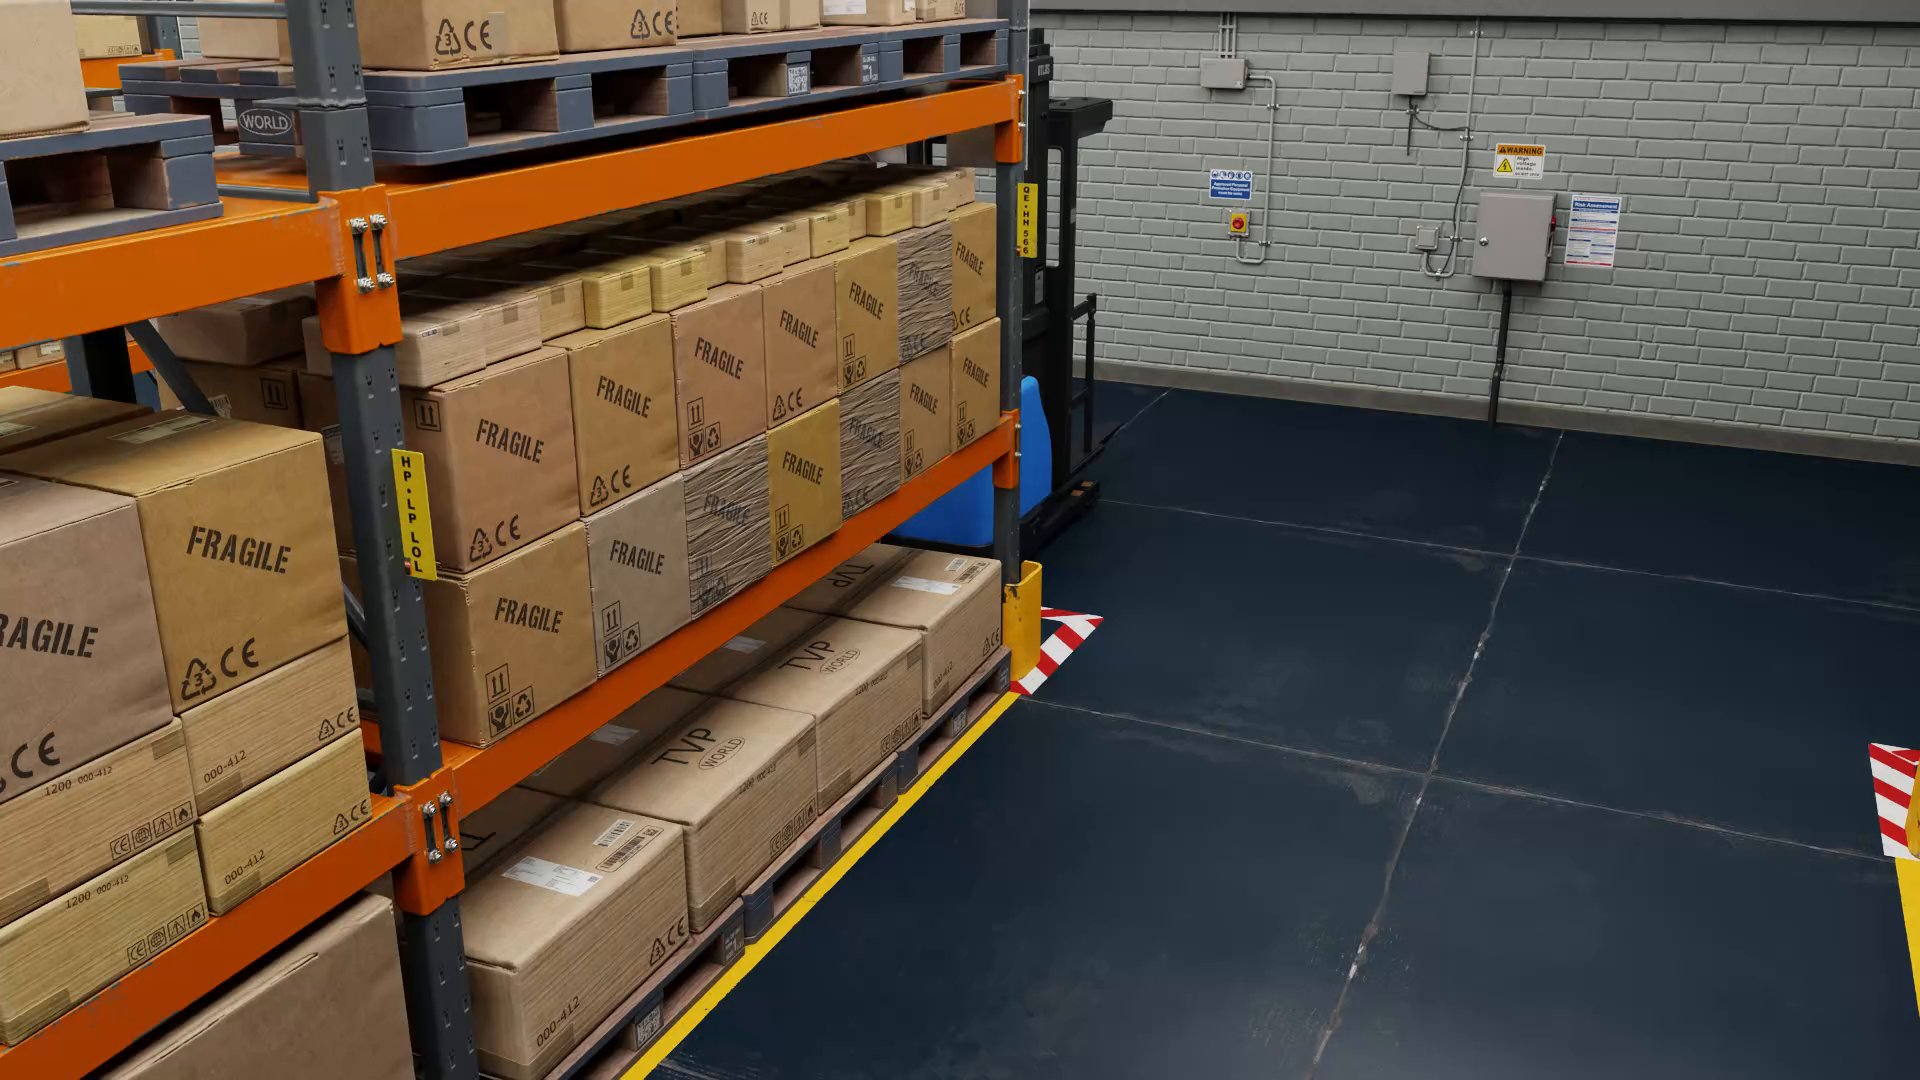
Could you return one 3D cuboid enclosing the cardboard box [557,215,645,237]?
[{"bbox_3d":[-1.327,-1.045,5.820,0.380,0.149,0.250,9,21,23],"label":"cardboard box"}]

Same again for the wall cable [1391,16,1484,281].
[{"bbox_3d":[3.393,-2.861,12.021,0.588,1.984,0.122,9,21,23],"label":"wall cable"}]

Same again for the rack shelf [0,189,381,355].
[{"bbox_3d":[-2.650,-0.087,2.333,1.077,0.370,4.000,9,21,23],"label":"rack shelf"}]

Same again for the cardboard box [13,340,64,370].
[{"bbox_3d":[-4.934,-1.007,8.699,0.380,0.149,0.250,9,22,24],"label":"cardboard box"}]

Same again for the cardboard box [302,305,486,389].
[{"bbox_3d":[-1.465,-0.508,4.312,0.380,0.149,0.250,8,21,22],"label":"cardboard box"}]

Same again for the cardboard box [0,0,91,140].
[{"bbox_3d":[-2.000,-0.895,3.037,0.500,0.311,0.500,9,21,23],"label":"cardboard box"}]

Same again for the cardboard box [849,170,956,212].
[{"bbox_3d":[-0.239,-1.452,6.966,0.380,0.149,0.250,9,21,24],"label":"cardboard box"}]

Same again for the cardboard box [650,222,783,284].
[{"bbox_3d":[-0.824,-0.971,5.614,0.380,0.149,0.250,9,21,23],"label":"cardboard box"}]

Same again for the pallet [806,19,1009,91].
[{"bbox_3d":[-0.487,-1.990,6.743,1.003,0.211,1.213,9,21,23],"label":"pallet"}]

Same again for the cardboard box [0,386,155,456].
[{"bbox_3d":[-2.273,-0.047,3.982,0.500,0.500,0.500,9,21,23],"label":"cardboard box"}]

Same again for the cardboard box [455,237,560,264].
[{"bbox_3d":[-1.520,-0.887,5.377,0.380,0.149,0.250,8,21,22],"label":"cardboard box"}]

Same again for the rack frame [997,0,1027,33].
[{"bbox_3d":[-0.193,-3.673,6.867,1.000,3.000,0.127,9,21,23],"label":"rack frame"}]

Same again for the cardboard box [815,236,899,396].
[{"bbox_3d":[-0.566,-0.870,6.297,0.500,0.500,0.500,8,21,22],"label":"cardboard box"}]

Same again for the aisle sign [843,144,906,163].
[{"bbox_3d":[-0.428,-2.133,7.610,0.394,0.787,0.004,9,21,23],"label":"aisle sign"}]

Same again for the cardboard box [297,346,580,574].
[{"bbox_3d":[-1.415,-0.254,4.565,0.500,0.500,0.500,9,21,23],"label":"cardboard box"}]

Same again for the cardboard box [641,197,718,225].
[{"bbox_3d":[-1.136,-1.205,6.271,0.380,0.149,0.250,9,21,23],"label":"cardboard box"}]

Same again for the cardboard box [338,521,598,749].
[{"bbox_3d":[-1.400,0.222,4.719,0.500,0.500,0.500,9,22,24],"label":"cardboard box"}]

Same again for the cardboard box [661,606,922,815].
[{"bbox_3d":[-0.739,0.659,6.835,0.875,0.438,0.875,9,22,24],"label":"cardboard box"}]

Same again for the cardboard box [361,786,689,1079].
[{"bbox_3d":[-1.476,1.209,5.291,0.875,0.438,0.875,8,21,22],"label":"cardboard box"}]

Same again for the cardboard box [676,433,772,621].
[{"bbox_3d":[-0.981,-0.083,5.575,0.500,0.500,0.500,9,21,23],"label":"cardboard box"}]

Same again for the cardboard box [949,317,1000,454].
[{"bbox_3d":[-0.149,-0.710,7.339,0.500,0.500,0.500,9,21,23],"label":"cardboard box"}]

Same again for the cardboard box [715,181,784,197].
[{"bbox_3d":[-0.936,-1.363,6.716,0.380,0.149,0.250,8,21,21],"label":"cardboard box"}]

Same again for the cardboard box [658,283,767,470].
[{"bbox_3d":[-0.982,-0.563,5.433,0.500,0.500,0.500,9,21,24],"label":"cardboard box"}]

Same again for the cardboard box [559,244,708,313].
[{"bbox_3d":[-1.016,-0.818,5.182,0.380,0.149,0.250,8,21,21],"label":"cardboard box"}]

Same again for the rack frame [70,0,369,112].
[{"bbox_3d":[-1.831,-2.450,3.429,1.000,3.000,0.127,9,21,23],"label":"rack frame"}]

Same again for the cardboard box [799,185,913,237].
[{"bbox_3d":[-0.409,-1.290,6.511,0.380,0.149,0.250,9,22,24],"label":"cardboard box"}]

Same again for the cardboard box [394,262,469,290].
[{"bbox_3d":[-1.677,-0.726,4.924,0.380,0.149,0.250,9,21,23],"label":"cardboard box"}]

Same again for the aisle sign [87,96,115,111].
[{"bbox_3d":[-4.994,-2.783,9.438,0.394,0.787,0.004,9,21,23],"label":"aisle sign"}]

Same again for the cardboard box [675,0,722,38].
[{"bbox_3d":[-1.155,-1.956,5.591,0.500,0.500,0.500,9,21,24],"label":"cardboard box"}]

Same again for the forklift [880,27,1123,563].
[{"bbox_3d":[0.243,-1.576,10.025,1.130,2.935,3.031,8,21,21],"label":"forklift"}]

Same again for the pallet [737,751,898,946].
[{"bbox_3d":[-0.950,1.094,6.577,1.003,0.211,1.213,9,21,23],"label":"pallet"}]

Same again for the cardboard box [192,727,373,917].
[{"bbox_3d":[-1.785,0.619,3.976,0.500,0.250,0.500,8,21,21],"label":"cardboard box"}]

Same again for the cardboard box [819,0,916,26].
[{"bbox_3d":[-0.394,-2.097,6.512,0.380,0.149,0.250,7,21,19],"label":"cardboard box"}]

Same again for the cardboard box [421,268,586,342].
[{"bbox_3d":[-1.308,-0.673,4.775,0.380,0.149,0.250,8,21,22],"label":"cardboard box"}]

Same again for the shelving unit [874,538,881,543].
[{"bbox_3d":[-0.718,-0.670,8.720,0.431,2.100,0.503,7,21,20],"label":"shelving unit"}]

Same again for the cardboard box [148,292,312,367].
[{"bbox_3d":[-1.995,-0.585,4.528,0.380,0.149,0.250,8,21,22],"label":"cardboard box"}]

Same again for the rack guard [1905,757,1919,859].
[{"bbox_3d":[4.306,1.035,6.314,1.175,0.500,0.348,9,21,23],"label":"rack guard"}]

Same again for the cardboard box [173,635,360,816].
[{"bbox_3d":[-1.790,0.380,3.902,0.500,0.250,0.500,9,21,23],"label":"cardboard box"}]

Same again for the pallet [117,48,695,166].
[{"bbox_3d":[-1.486,-1.244,4.645,1.003,0.211,1.213,9,21,23],"label":"pallet"}]

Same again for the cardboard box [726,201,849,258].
[{"bbox_3d":[-0.630,-1.135,6.075,0.380,0.149,0.250,9,22,24],"label":"cardboard box"}]

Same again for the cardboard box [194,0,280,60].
[{"bbox_3d":[-1.861,-1.458,4.539,0.396,0.266,0.258,9,22,24],"label":"cardboard box"}]

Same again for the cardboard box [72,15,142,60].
[{"bbox_3d":[-4.695,-2.662,8.724,0.500,0.250,0.500,8,21,22],"label":"cardboard box"}]

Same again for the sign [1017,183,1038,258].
[{"bbox_3d":[0.296,-1.425,7.417,0.100,0.325,0.005,9,21,23],"label":"sign"}]

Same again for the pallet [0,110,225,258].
[{"bbox_3d":[-2.161,-0.660,3.156,0.805,0.209,1.217,8,21,21],"label":"pallet"}]

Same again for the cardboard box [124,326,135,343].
[{"bbox_3d":[-4.762,-1.167,9.149,0.380,0.149,0.250,9,21,23],"label":"cardboard box"}]

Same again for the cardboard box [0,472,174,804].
[{"bbox_3d":[-1.990,0.188,3.321,0.500,0.500,0.500,9,21,24],"label":"cardboard box"}]

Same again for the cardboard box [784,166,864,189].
[{"bbox_3d":[-0.633,-1.510,7.128,0.380,0.149,0.250,9,22,24],"label":"cardboard box"}]

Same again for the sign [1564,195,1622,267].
[{"bbox_3d":[4.487,-2.191,11.795,0.329,0.494,0.001,9,21,23],"label":"sign"}]

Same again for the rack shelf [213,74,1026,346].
[{"bbox_3d":[-1.012,-1.309,5.771,1.077,0.370,4.000,9,21,23],"label":"rack shelf"}]

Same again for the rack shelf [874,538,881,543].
[{"bbox_3d":[-0.718,0.002,8.959,0.431,0.518,0.480,7,21,20],"label":"rack shelf"}]

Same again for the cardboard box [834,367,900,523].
[{"bbox_3d":[-0.570,-0.400,6.467,0.500,0.500,0.500,9,22,24],"label":"cardboard box"}]

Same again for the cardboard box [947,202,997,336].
[{"bbox_3d":[-0.173,-1.185,7.182,0.500,0.500,0.500,9,22,24],"label":"cardboard box"}]

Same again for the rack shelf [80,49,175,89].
[{"bbox_3d":[-5.569,-1.958,7.594,1.077,0.370,4.000,9,21,23],"label":"rack shelf"}]
